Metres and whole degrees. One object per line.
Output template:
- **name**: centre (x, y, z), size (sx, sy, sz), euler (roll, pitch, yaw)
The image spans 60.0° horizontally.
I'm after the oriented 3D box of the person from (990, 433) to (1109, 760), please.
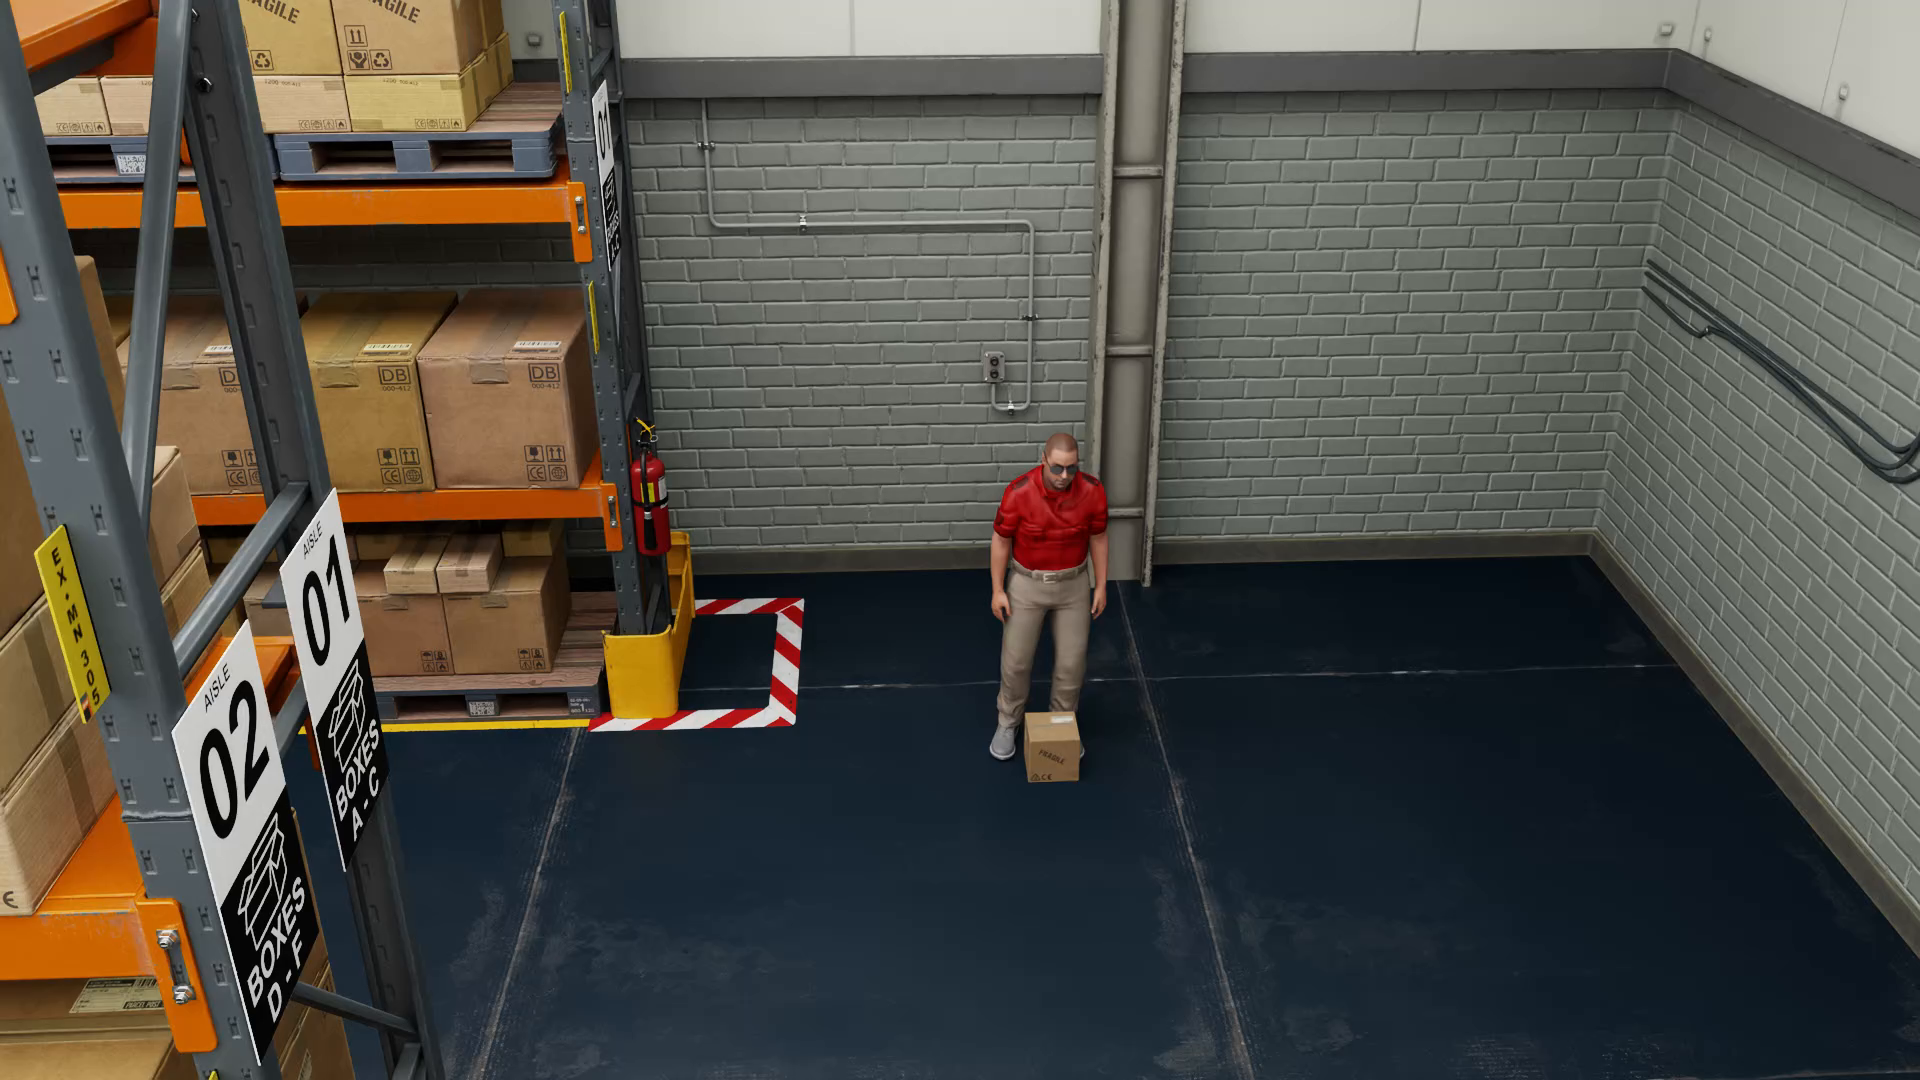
- **person**: centre (0.440, 0.264, 8.126), size (0.595, 1.725, 0.432), euler (-3, 28, -5)
